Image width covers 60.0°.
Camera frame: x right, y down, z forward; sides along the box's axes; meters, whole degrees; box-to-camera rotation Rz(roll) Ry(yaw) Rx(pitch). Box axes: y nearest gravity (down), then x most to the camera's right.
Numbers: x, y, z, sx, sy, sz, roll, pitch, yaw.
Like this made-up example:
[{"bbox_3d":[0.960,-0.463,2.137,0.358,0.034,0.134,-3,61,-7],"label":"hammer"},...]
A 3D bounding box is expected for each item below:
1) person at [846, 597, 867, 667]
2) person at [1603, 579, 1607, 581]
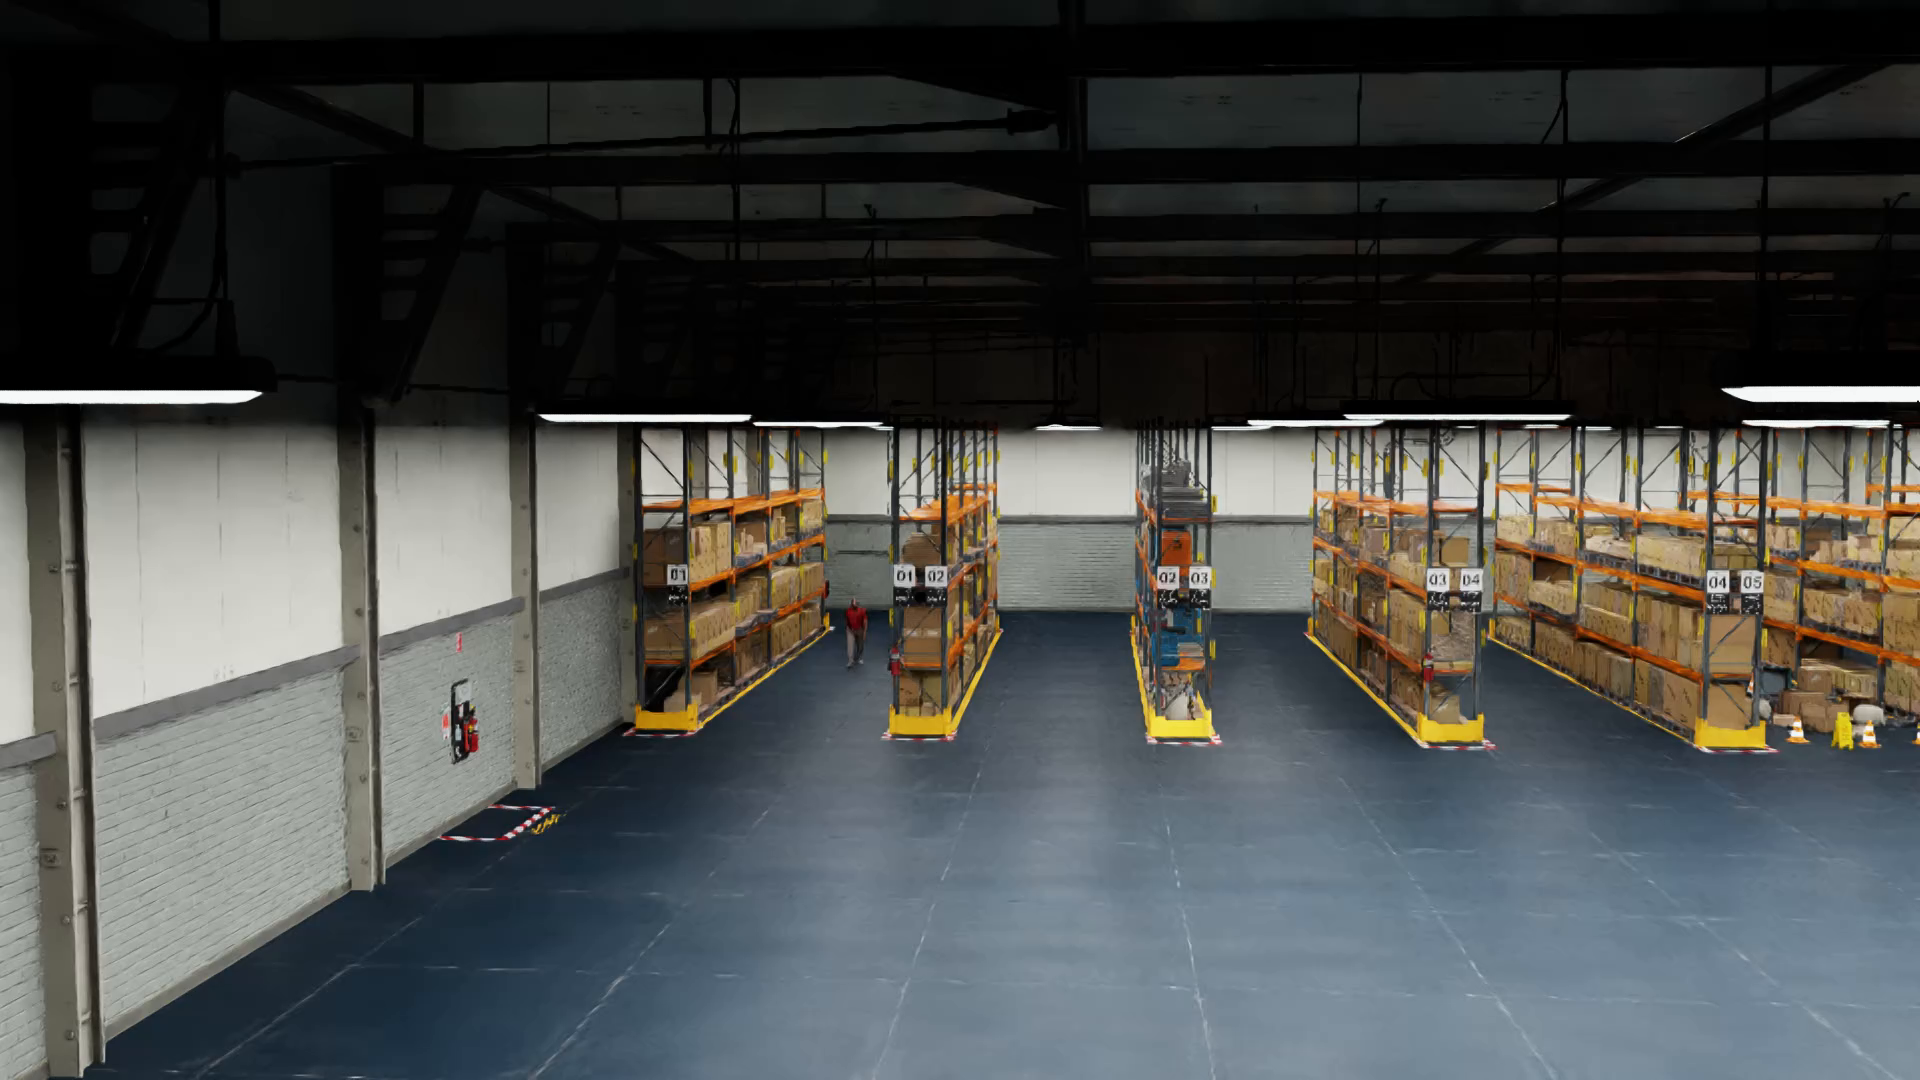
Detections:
[{"bbox_3d":[-2.534,2.233,40.601,0.556,1.669,1.030,0,4,4],"label":"person"},{"bbox_3d":[17.799,1.904,45.768,0.494,1.656,0.571,0,4,-2],"label":"person"}]
